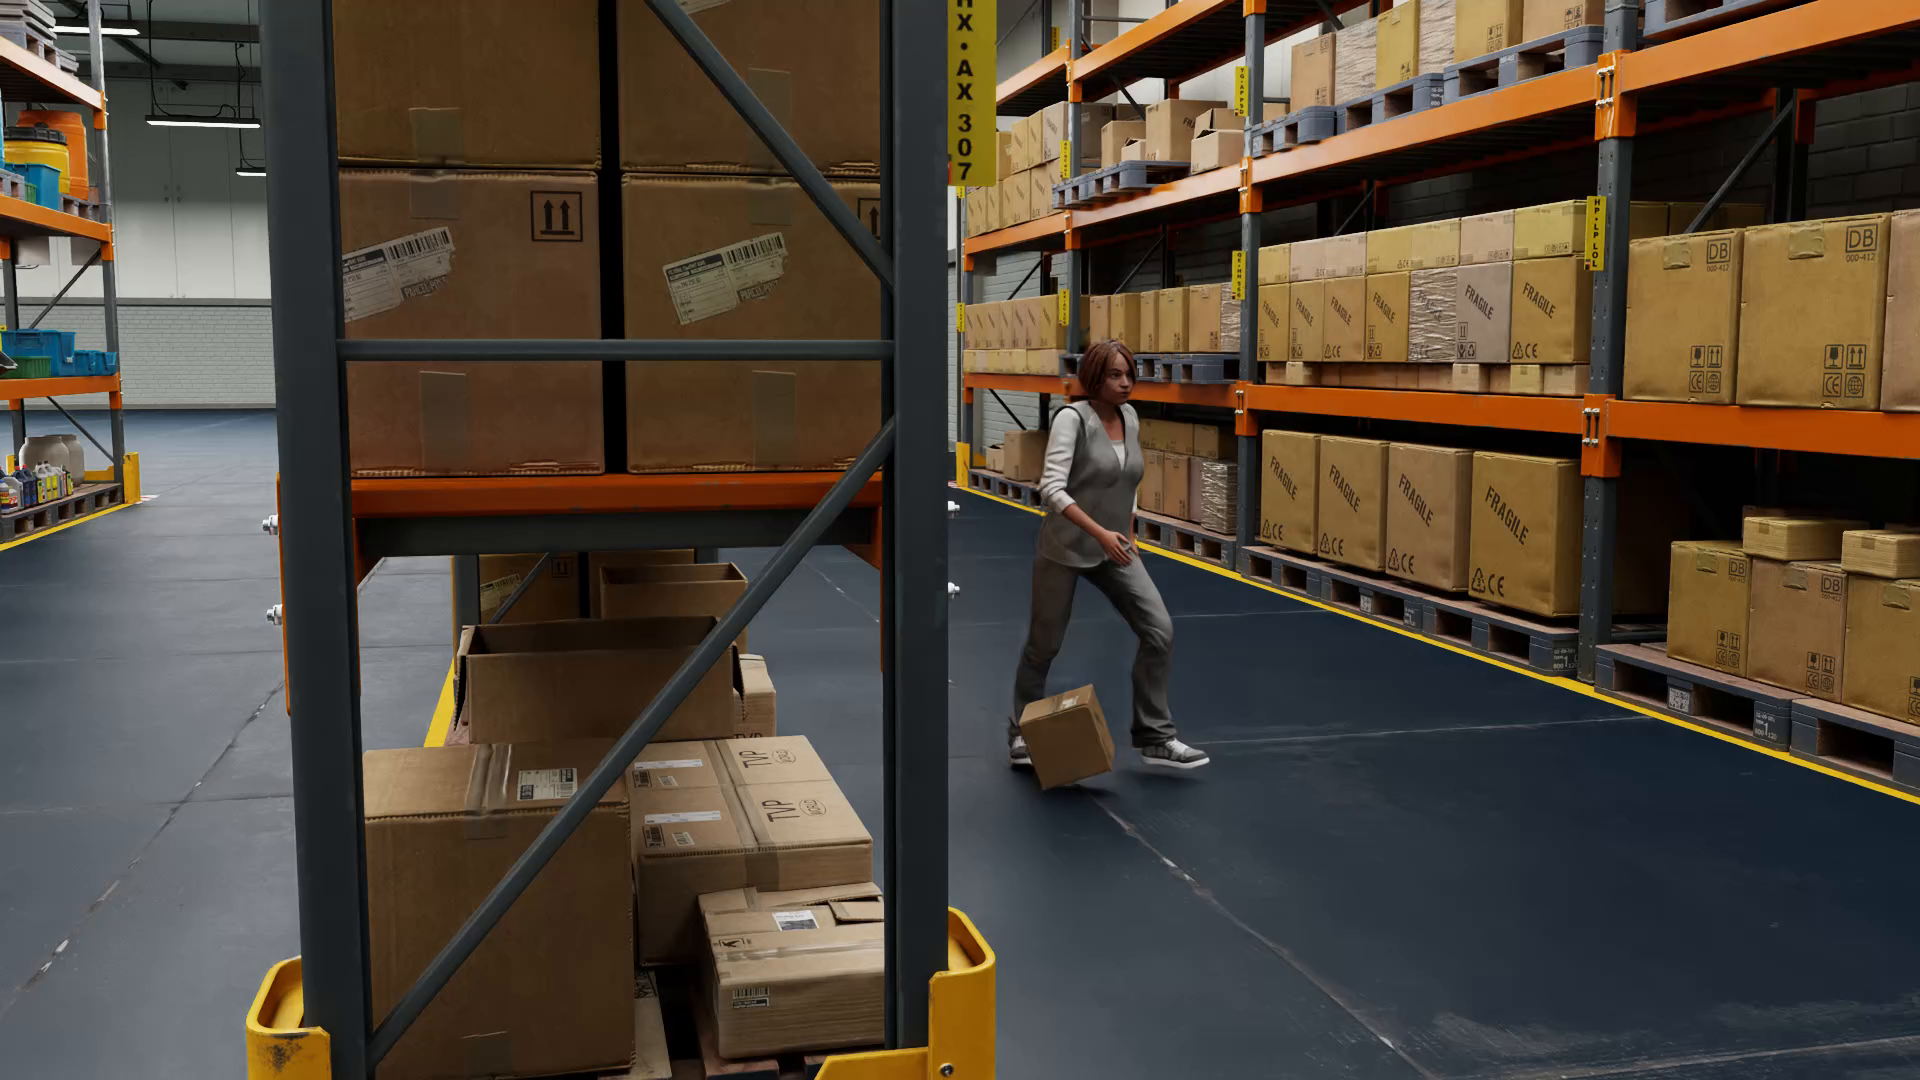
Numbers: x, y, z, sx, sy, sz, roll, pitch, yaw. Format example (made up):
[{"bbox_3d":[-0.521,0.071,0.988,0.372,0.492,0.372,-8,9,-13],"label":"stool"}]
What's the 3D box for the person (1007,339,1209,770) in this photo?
[{"bbox_3d":[0.472,0.061,5.948,0.559,1.547,0.709,-4,7,-32],"label":"person"}]
